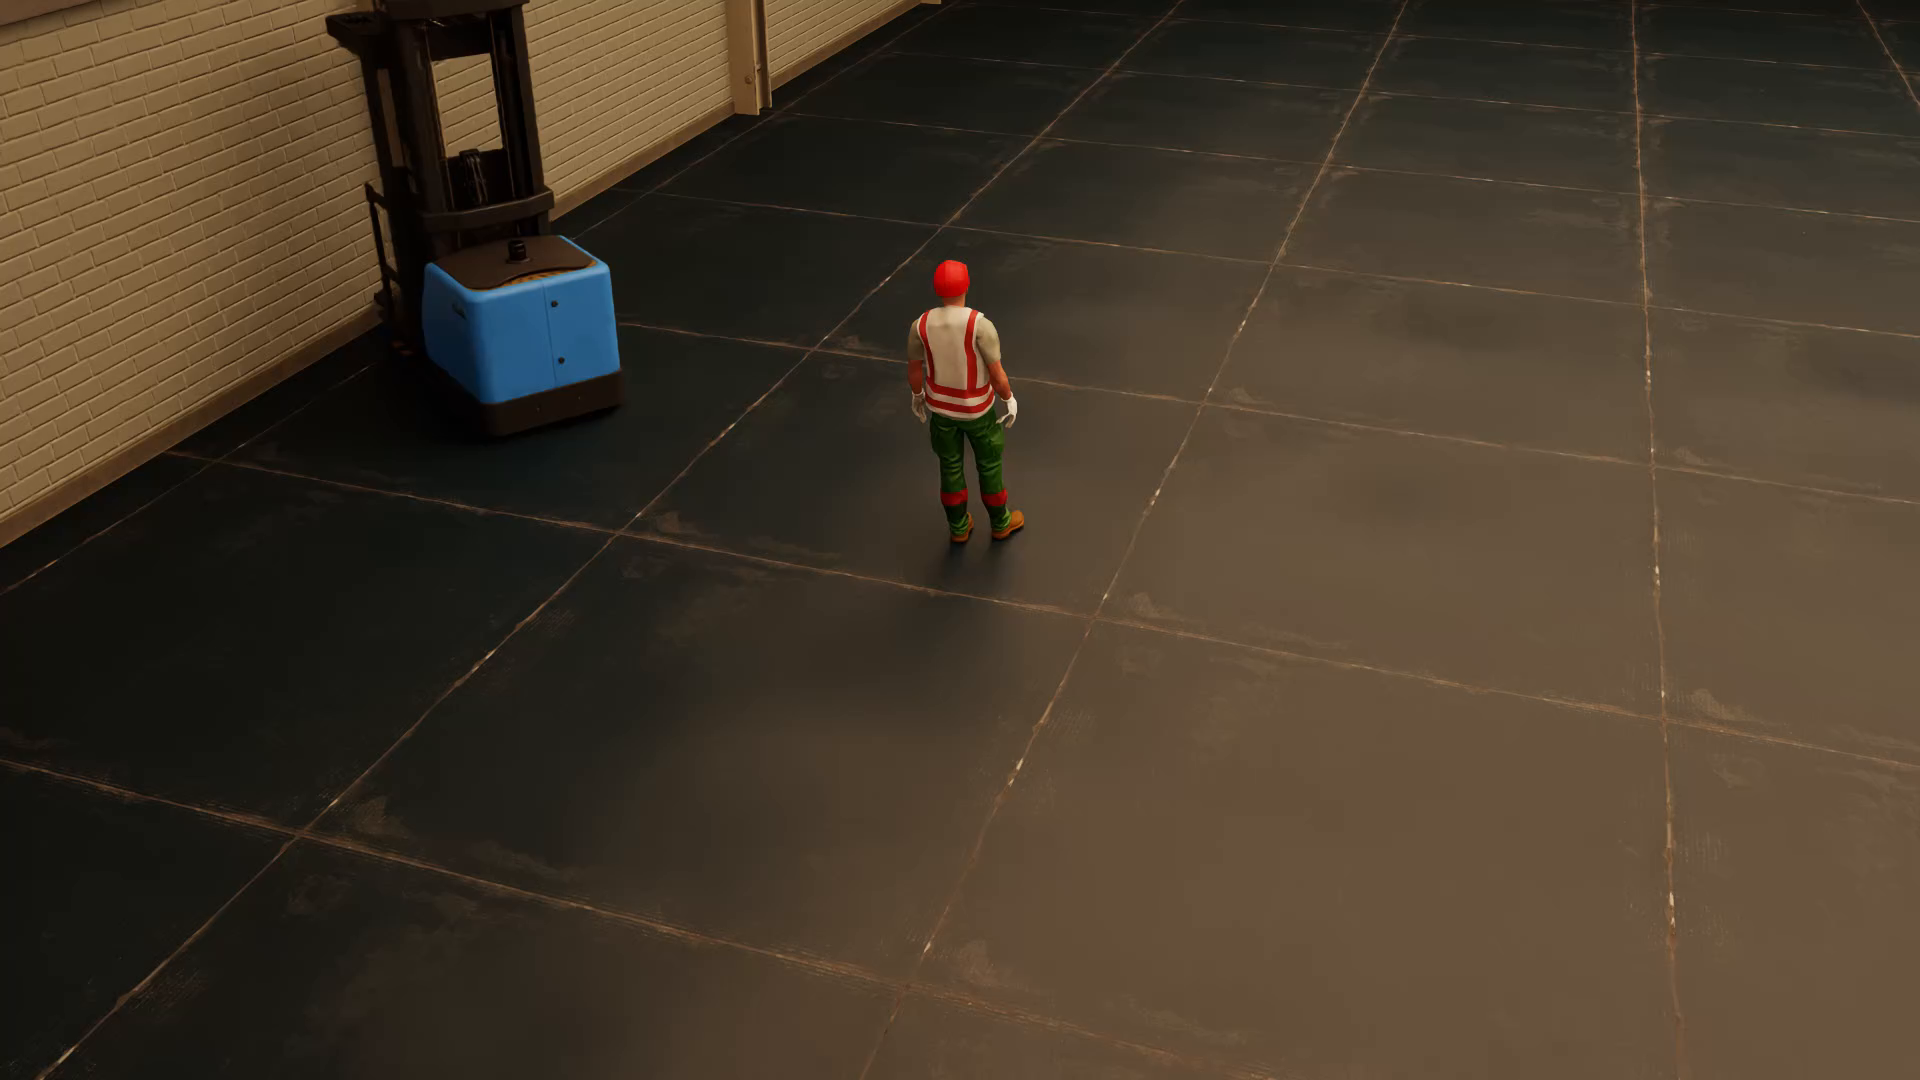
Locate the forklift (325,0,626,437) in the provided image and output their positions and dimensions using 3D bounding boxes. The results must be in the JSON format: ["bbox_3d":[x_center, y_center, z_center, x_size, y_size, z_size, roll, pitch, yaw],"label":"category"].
[{"bbox_3d":[-3.622,-2.638,11.764,1.130,2.935,3.031,-20,35,-31],"label":"forklift"}]

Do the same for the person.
[{"bbox_3d":[0.038,-0.819,9.711,0.637,1.787,0.564,10,31,16],"label":"person"}]
